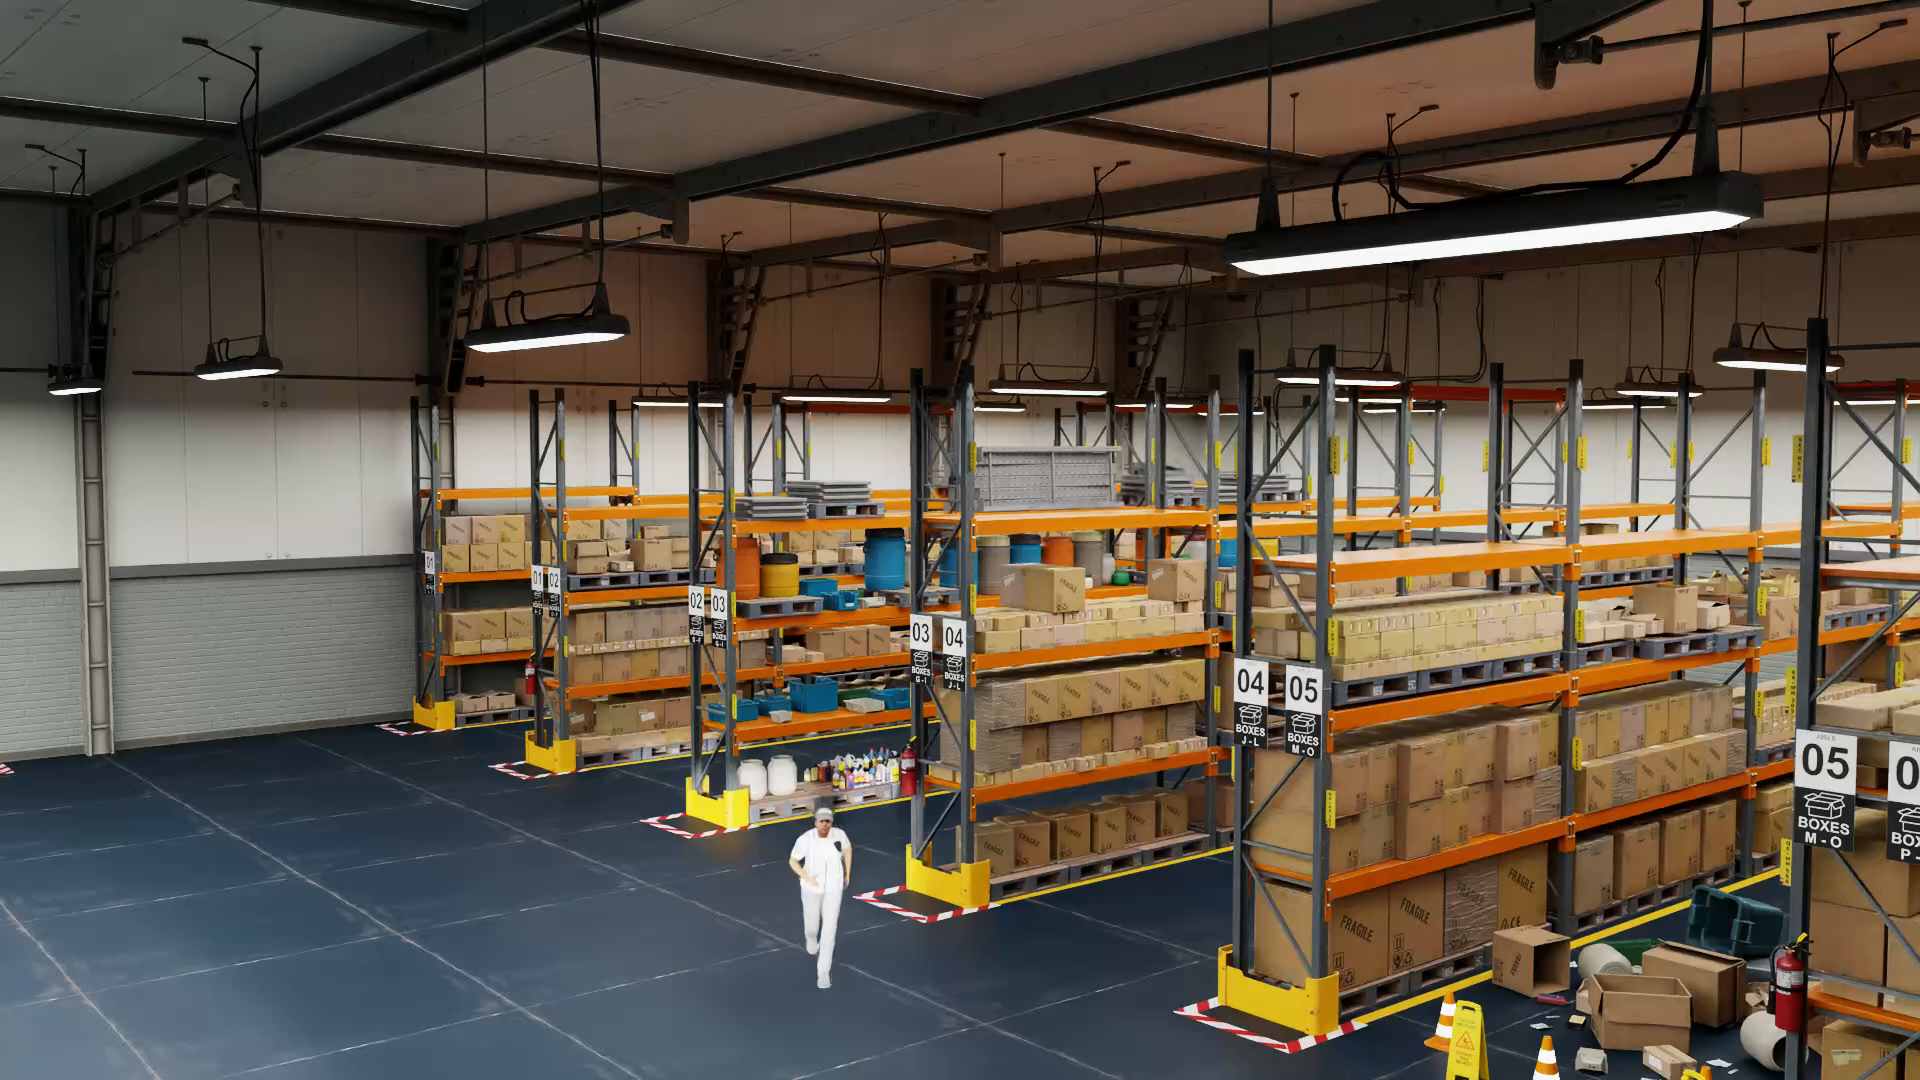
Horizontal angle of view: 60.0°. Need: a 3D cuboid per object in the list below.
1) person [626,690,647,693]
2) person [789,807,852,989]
[{"bbox_3d":[-5.785,2.625,29.766,0.569,1.548,0.681,3,4,40],"label":"person"},{"bbox_3d":[-1.344,3.396,16.140,0.629,1.666,0.944,-1,3,-12],"label":"person"}]
